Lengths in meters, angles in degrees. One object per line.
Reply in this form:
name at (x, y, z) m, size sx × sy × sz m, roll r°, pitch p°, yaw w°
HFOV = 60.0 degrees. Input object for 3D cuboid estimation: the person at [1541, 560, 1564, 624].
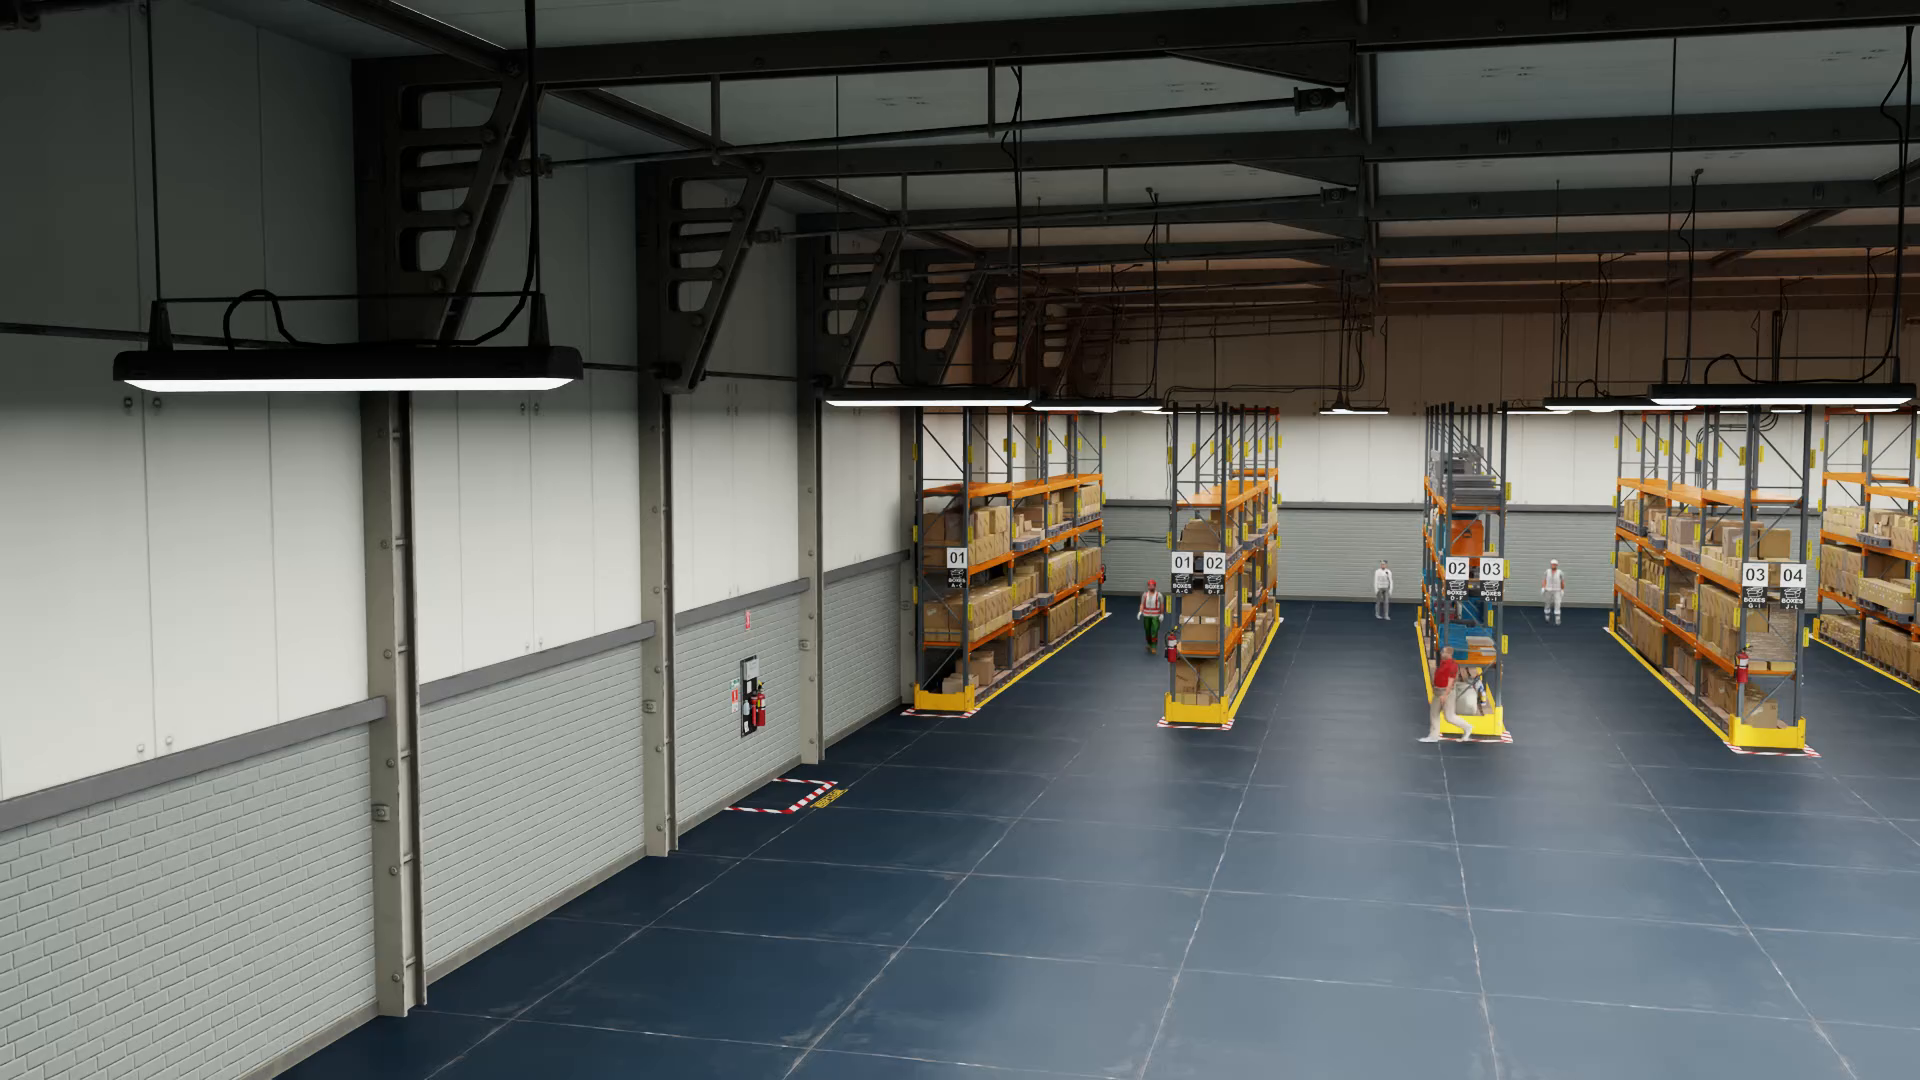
person at (16.411, 1.420, 46.014) m, size 0.639 × 1.745 × 0.913 m, roll 1°, pitch 4°, yaw 9°

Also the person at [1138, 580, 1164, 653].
person at (4.639, 1.846, 40.450) m, size 0.615 × 1.742 × 0.975 m, roll 1°, pitch 4°, yaw 12°

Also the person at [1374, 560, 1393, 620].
person at (12.033, 1.411, 47.219) m, size 0.494 × 1.704 × 0.489 m, roll 0°, pitch 4°, yaw -7°

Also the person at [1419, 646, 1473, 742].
person at (8.535, 2.711, 29.194) m, size 0.839 × 1.701 × 0.516 m, roll -1°, pitch 4°, yaw -15°
